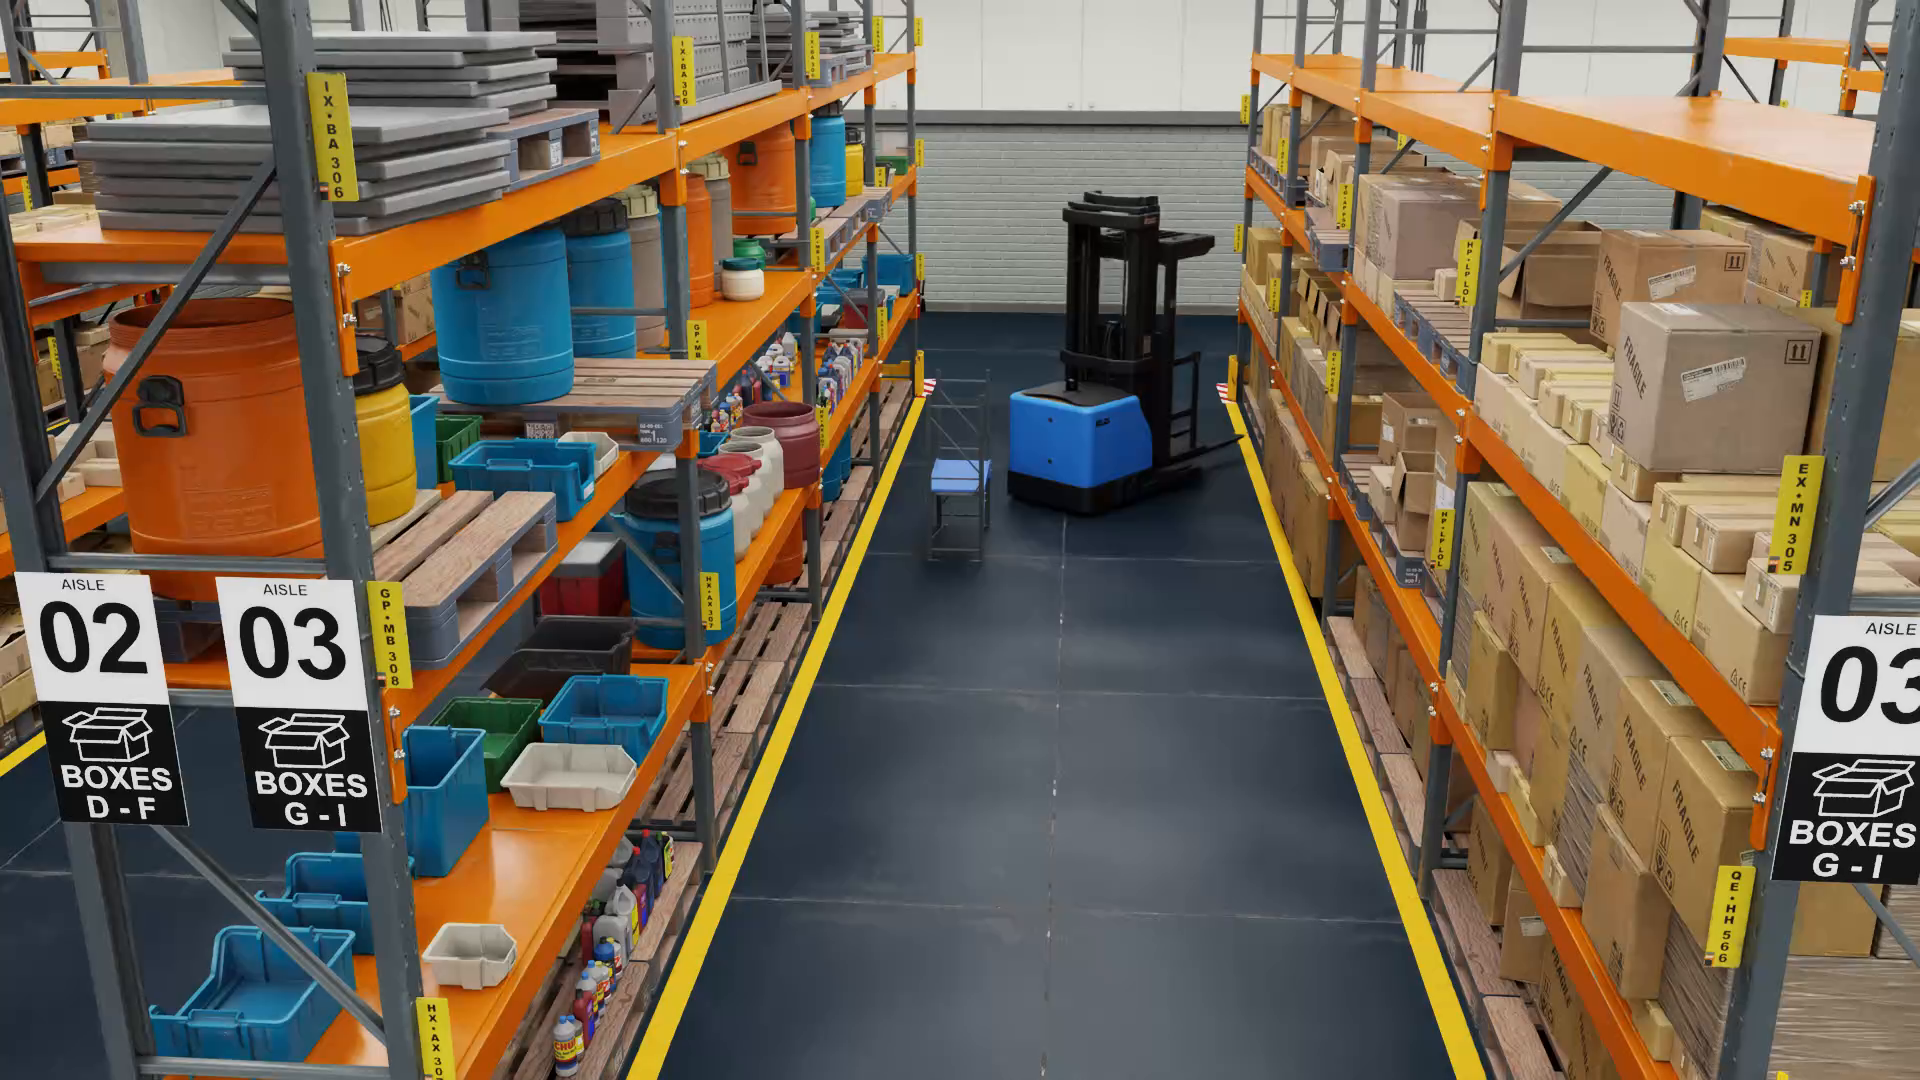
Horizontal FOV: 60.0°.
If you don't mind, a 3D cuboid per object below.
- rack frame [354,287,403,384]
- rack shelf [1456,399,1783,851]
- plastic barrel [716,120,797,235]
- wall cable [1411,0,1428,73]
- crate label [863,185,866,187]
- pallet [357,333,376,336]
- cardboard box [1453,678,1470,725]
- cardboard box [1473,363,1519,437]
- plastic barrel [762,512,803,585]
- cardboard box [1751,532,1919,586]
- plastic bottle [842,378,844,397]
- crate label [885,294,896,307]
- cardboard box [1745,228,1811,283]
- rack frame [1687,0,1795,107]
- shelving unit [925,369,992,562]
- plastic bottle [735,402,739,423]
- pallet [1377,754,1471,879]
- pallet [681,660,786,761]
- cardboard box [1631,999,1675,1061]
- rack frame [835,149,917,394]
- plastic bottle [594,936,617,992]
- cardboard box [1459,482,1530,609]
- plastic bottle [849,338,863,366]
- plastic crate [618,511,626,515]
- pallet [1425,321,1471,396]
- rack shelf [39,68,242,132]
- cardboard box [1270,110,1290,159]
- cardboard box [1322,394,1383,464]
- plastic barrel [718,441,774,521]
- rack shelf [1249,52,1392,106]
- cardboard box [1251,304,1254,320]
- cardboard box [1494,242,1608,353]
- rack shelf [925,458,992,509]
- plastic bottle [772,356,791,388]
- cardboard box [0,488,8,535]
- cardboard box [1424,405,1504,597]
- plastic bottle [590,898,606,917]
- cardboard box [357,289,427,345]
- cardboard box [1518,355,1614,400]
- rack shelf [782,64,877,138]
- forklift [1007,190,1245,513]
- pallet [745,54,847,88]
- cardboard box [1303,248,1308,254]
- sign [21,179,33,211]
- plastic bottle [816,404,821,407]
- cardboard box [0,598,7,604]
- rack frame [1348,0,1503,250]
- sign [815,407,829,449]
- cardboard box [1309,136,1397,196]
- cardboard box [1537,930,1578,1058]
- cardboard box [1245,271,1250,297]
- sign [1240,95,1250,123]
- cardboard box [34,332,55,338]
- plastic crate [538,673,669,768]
[{"bbox_3d":[-6.263,-2.149,16.991,1.000,3.000,0.127,1,18,4],"label":"rack frame"},{"bbox_3d":[2.901,0.095,6.480,1.077,0.370,4.000,1,18,4],"label":"rack shelf"},{"bbox_3d":[-1.565,-2.800,12.798,0.600,0.830,0.708,1,18,4],"label":"plastic barrel"},{"bbox_3d":[7.748,-9.228,23.794,2.277,5.999,0.120,1,18,4],"label":"wall cable"},{"bbox_3d":[-0.999,-3.483,16.669,0.293,0.136,0.466,1,18,4],"label":"crate label"},{"bbox_3d":[-6.429,-1.812,16.271,1.003,0.211,1.213,1,18,4],"label":"pallet"},{"bbox_3d":[2.698,0.815,8.350,0.380,0.149,0.250,1,18,4],"label":"cardboard box"},{"bbox_3d":[2.757,-0.662,7.877,0.500,0.250,0.500,1,18,2],"label":"cardboard box"},{"bbox_3d":[-1.591,-0.116,13.596,0.600,0.830,0.708,1,18,4],"label":"plastic barrel"},{"bbox_3d":[2.602,0.085,4.956,0.380,0.149,0.250,1,18,2],"label":"cardboard box"},{"bbox_3d":[-1.098,-1.393,15.002,0.097,0.201,0.097,0,18,0],"label":"plastic bottle"},{"bbox_3d":[-0.944,-2.749,19.149,0.396,0.136,0.243,1,18,4],"label":"crate label"},{"bbox_3d":[8.404,-2.920,17.100,0.500,0.500,0.500,2,18,5],"label":"cardboard box"},{"bbox_3d":[8.845,-5.878,18.737,1.000,3.000,0.127,1,18,4],"label":"rack frame"},{"bbox_3d":[-0.006,-0.686,14.936,0.538,1.500,1.048,1,18,4],"label":"shelving unit"},{"bbox_3d":[-1.928,-1.094,14.091,0.097,0.201,0.097,0,18,0],"label":"plastic bottle"},{"bbox_3d":[3.099,1.641,9.903,1.003,0.211,1.213,1,18,4],"label":"pallet"},{"bbox_3d":[-1.793,1.148,11.408,1.003,0.211,1.213,1,18,4],"label":"pallet"},{"bbox_3d":[2.557,1.670,5.740,0.380,0.149,0.250,1,18,4],"label":"cardboard box"},{"bbox_3d":[-1.036,-3.280,20.442,1.000,3.000,0.127,1,18,4],"label":"rack frame"},{"bbox_3d":[-1.695,2.020,7.942,0.097,0.271,0.097,0,18,0],"label":"plastic bottle"},{"bbox_3d":[2.759,0.028,8.104,0.500,0.500,0.500,1,18,4],"label":"cardboard box"},{"bbox_3d":[-1.028,-1.849,16.274,0.152,0.276,0.135,1,18,4],"label":"plastic bottle"},{"bbox_3d":[-2.052,0.001,10.771,0.450,0.188,0.662,1,18,4],"label":"plastic crate"},{"bbox_3d":[3.195,-0.968,8.870,1.213,0.211,1.003,1,18,4],"label":"pallet"},{"bbox_3d":[-6.406,-3.847,14.336,1.077,0.370,4.000,1,18,4],"label":"rack shelf"},{"bbox_3d":[3.772,-4.393,18.026,0.700,0.500,0.500,0,18,0],"label":"cardboard box"},{"bbox_3d":[3.119,-0.891,12.991,0.500,0.500,0.500,2,18,6],"label":"cardboard box"},{"bbox_3d":[-1.500,-0.393,11.453,0.421,0.512,0.421,0,18,0],"label":"plastic barrel"},{"bbox_3d":[3.761,-4.867,17.449,1.077,0.370,4.000,1,18,4],"label":"rack shelf"},{"bbox_3d":[3.460,-2.547,18.611,0.380,0.149,0.250,1,18,3],"label":"cardboard box"},{"bbox_3d":[3.177,-1.260,8.621,0.797,0.503,0.637,0,18,1],"label":"cardboard box"},{"bbox_3d":[-0.006,-0.515,14.992,0.538,0.185,1.000,1,18,4],"label":"rack shelf"},{"bbox_3d":[-1.650,-1.552,15.369,0.152,0.276,0.135,1,18,4],"label":"plastic bottle"},{"bbox_3d":[-6.691,-0.269,11.094,0.500,0.500,0.500,1,18,4],"label":"cardboard box"},{"bbox_3d":[3.241,-0.170,9.315,1.000,1.000,1.000,1,18,4],"label":"cardboard box"},{"bbox_3d":[-1.795,1.901,8.287,0.061,0.283,0.133,1,18,4],"label":"plastic bottle"},{"bbox_3d":[-5.954,-2.349,17.440,0.500,0.500,0.500,2,18,5],"label":"cardboard box"},{"bbox_3d":[2.722,-0.723,7.424,0.380,0.149,0.250,1,18,4],"label":"cardboard box"},{"bbox_3d":[-1.466,-3.735,13.995,1.077,0.370,4.000,1,18,4],"label":"rack shelf"},{"bbox_3d":[1.827,-2.033,16.747,1.130,2.935,3.031,16,24,40],"label":"forklift"},{"bbox_3d":[-1.527,-3.589,12.698,1.213,0.211,1.003,1,18,4],"label":"pallet"},{"bbox_3d":[4.132,-3.438,19.485,0.500,0.500,0.500,2,18,5],"label":"cardboard box"},{"bbox_3d":[-7.090,-2.591,12.691,0.100,0.325,0.005,1,18,4],"label":"sign"},{"bbox_3d":[-1.222,-1.007,13.705,0.152,0.276,0.135,1,18,4],"label":"plastic bottle"},{"bbox_3d":[-6.984,0.571,11.530,0.500,0.311,0.500,1,18,3],"label":"cardboard box"},{"bbox_3d":[3.331,-3.535,11.588,1.000,3.000,0.127,1,18,4],"label":"rack frame"},{"bbox_3d":[-1.060,-0.862,12.803,0.100,0.325,0.005,1,18,4],"label":"sign"},{"bbox_3d":[3.586,-3.419,15.215,0.700,0.500,0.500,2,18,5],"label":"cardboard box"},{"bbox_3d":[2.976,2.042,7.541,0.500,0.500,0.500,0,18,-1],"label":"cardboard box"},{"bbox_3d":[3.570,-2.935,19.152,0.500,0.250,0.500,1,18,3],"label":"cardboard box"},{"bbox_3d":[3.352,-5.062,19.532,0.100,0.325,0.005,1,18,4],"label":"sign"},{"bbox_3d":[-11.112,-2.409,20.084,0.380,0.149,0.250,1,18,4],"label":"cardboard box"},{"bbox_3d":[-1.704,0.868,8.023,0.499,0.251,0.616,1,18,4],"label":"plastic crate"}]
